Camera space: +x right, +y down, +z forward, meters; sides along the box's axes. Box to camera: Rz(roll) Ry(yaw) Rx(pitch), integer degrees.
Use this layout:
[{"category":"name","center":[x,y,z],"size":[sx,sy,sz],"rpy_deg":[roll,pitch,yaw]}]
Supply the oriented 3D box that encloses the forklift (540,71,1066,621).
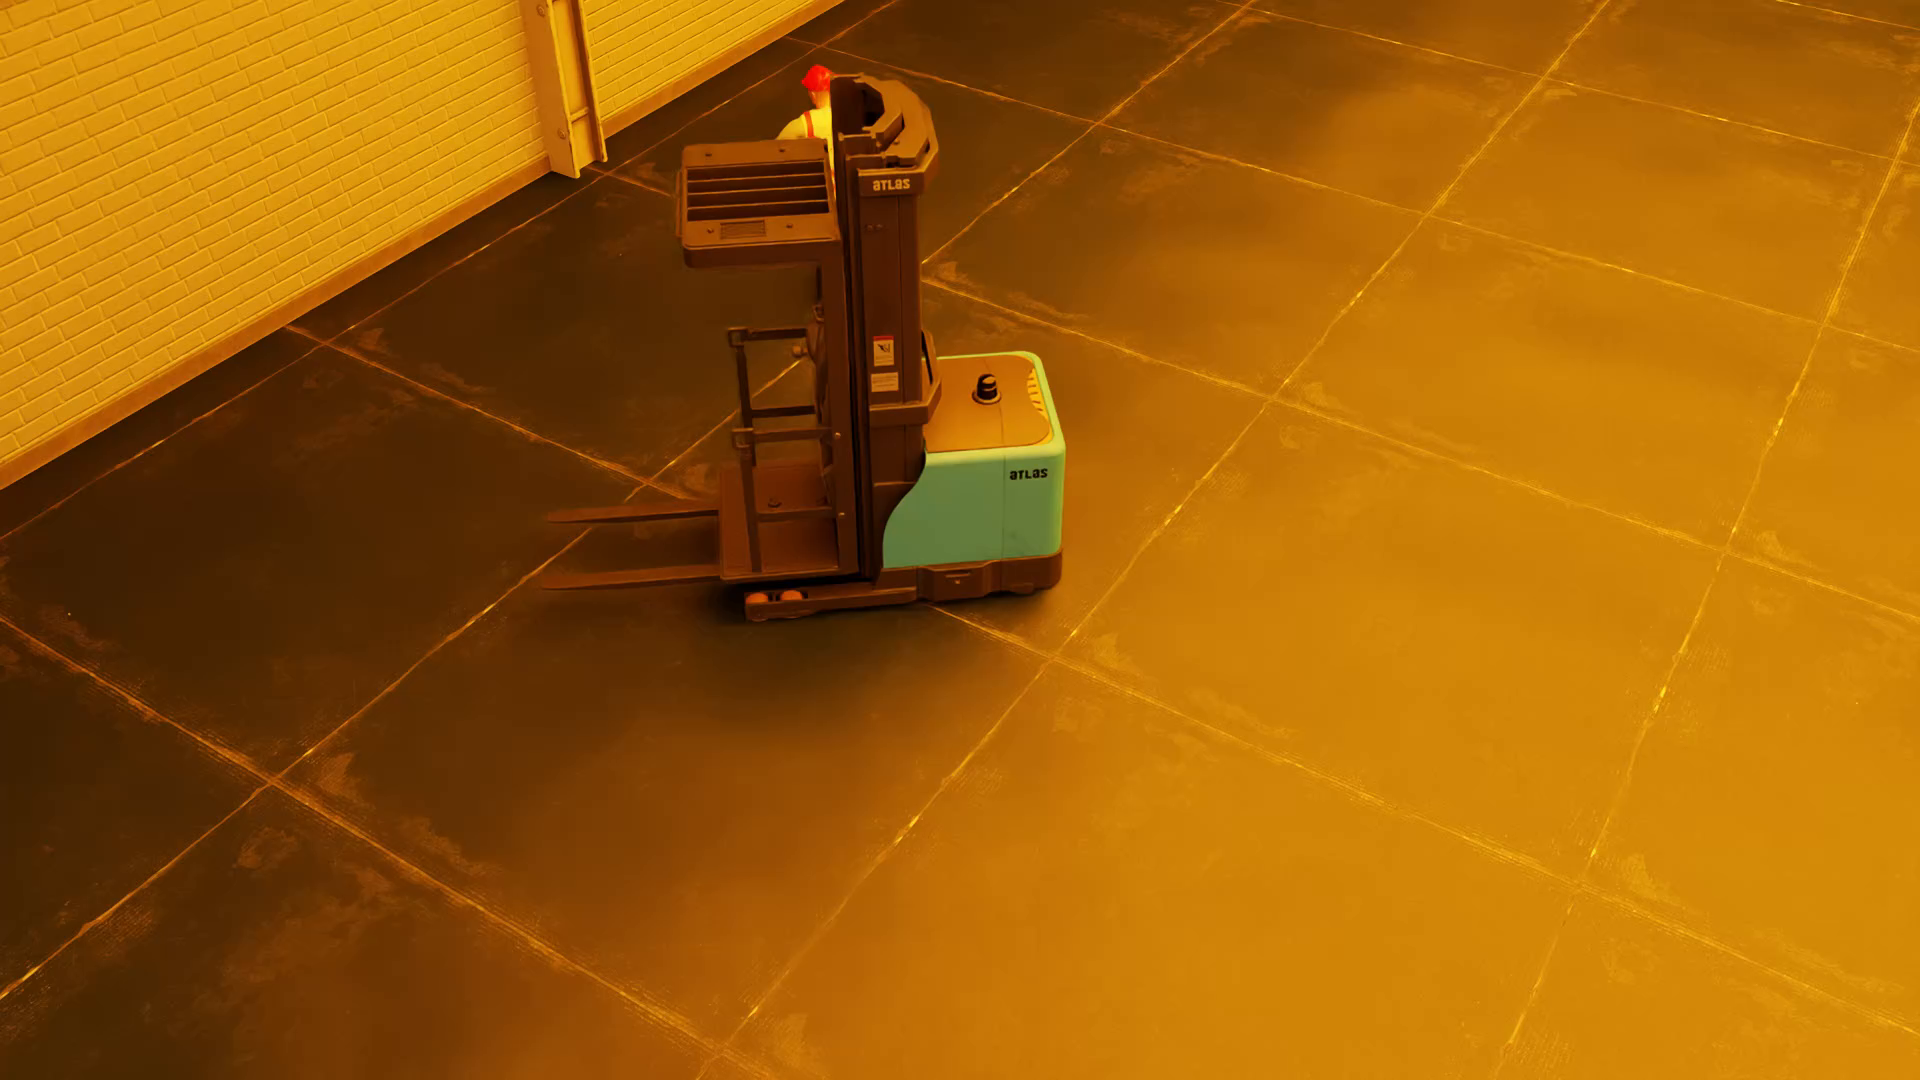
[{"category":"forklift","center":[-0.954,-1.008,9.157],"size":[3.031,2.935,1.130],"rpy_deg":[-5,40,-5]}]

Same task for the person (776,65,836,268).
[{"category":"person","center":[-0.942,-2.568,11.914],"size":[0.996,1.762,0.762],"rpy_deg":[-17,43,-19]}]
